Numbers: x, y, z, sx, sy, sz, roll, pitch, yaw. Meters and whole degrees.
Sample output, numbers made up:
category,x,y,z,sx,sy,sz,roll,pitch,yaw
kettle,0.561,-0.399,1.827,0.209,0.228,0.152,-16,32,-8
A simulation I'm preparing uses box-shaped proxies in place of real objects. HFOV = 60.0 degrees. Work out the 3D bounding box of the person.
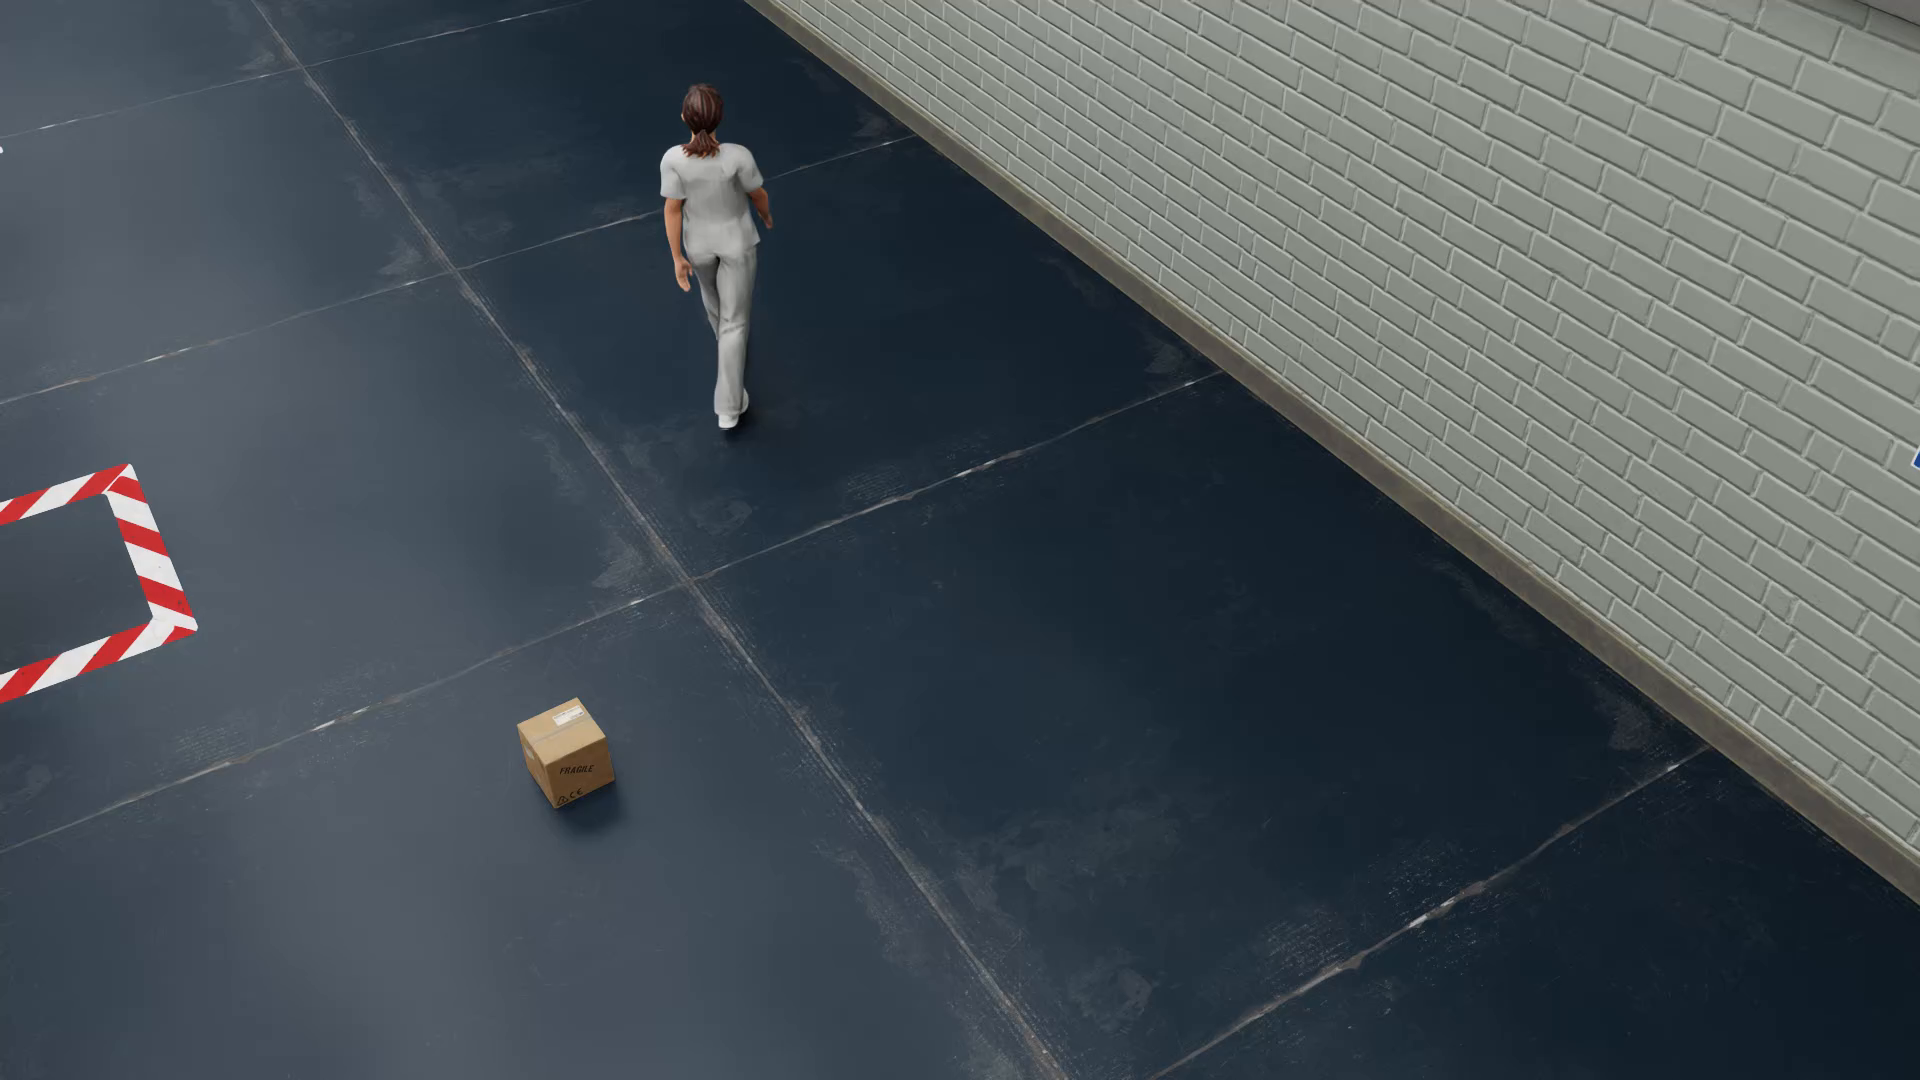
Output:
category,x,y,z,sx,sy,sz,roll,pitch,yaw
person,-1.103,-1.443,7.809,0.444,1.612,0.983,4,41,4
